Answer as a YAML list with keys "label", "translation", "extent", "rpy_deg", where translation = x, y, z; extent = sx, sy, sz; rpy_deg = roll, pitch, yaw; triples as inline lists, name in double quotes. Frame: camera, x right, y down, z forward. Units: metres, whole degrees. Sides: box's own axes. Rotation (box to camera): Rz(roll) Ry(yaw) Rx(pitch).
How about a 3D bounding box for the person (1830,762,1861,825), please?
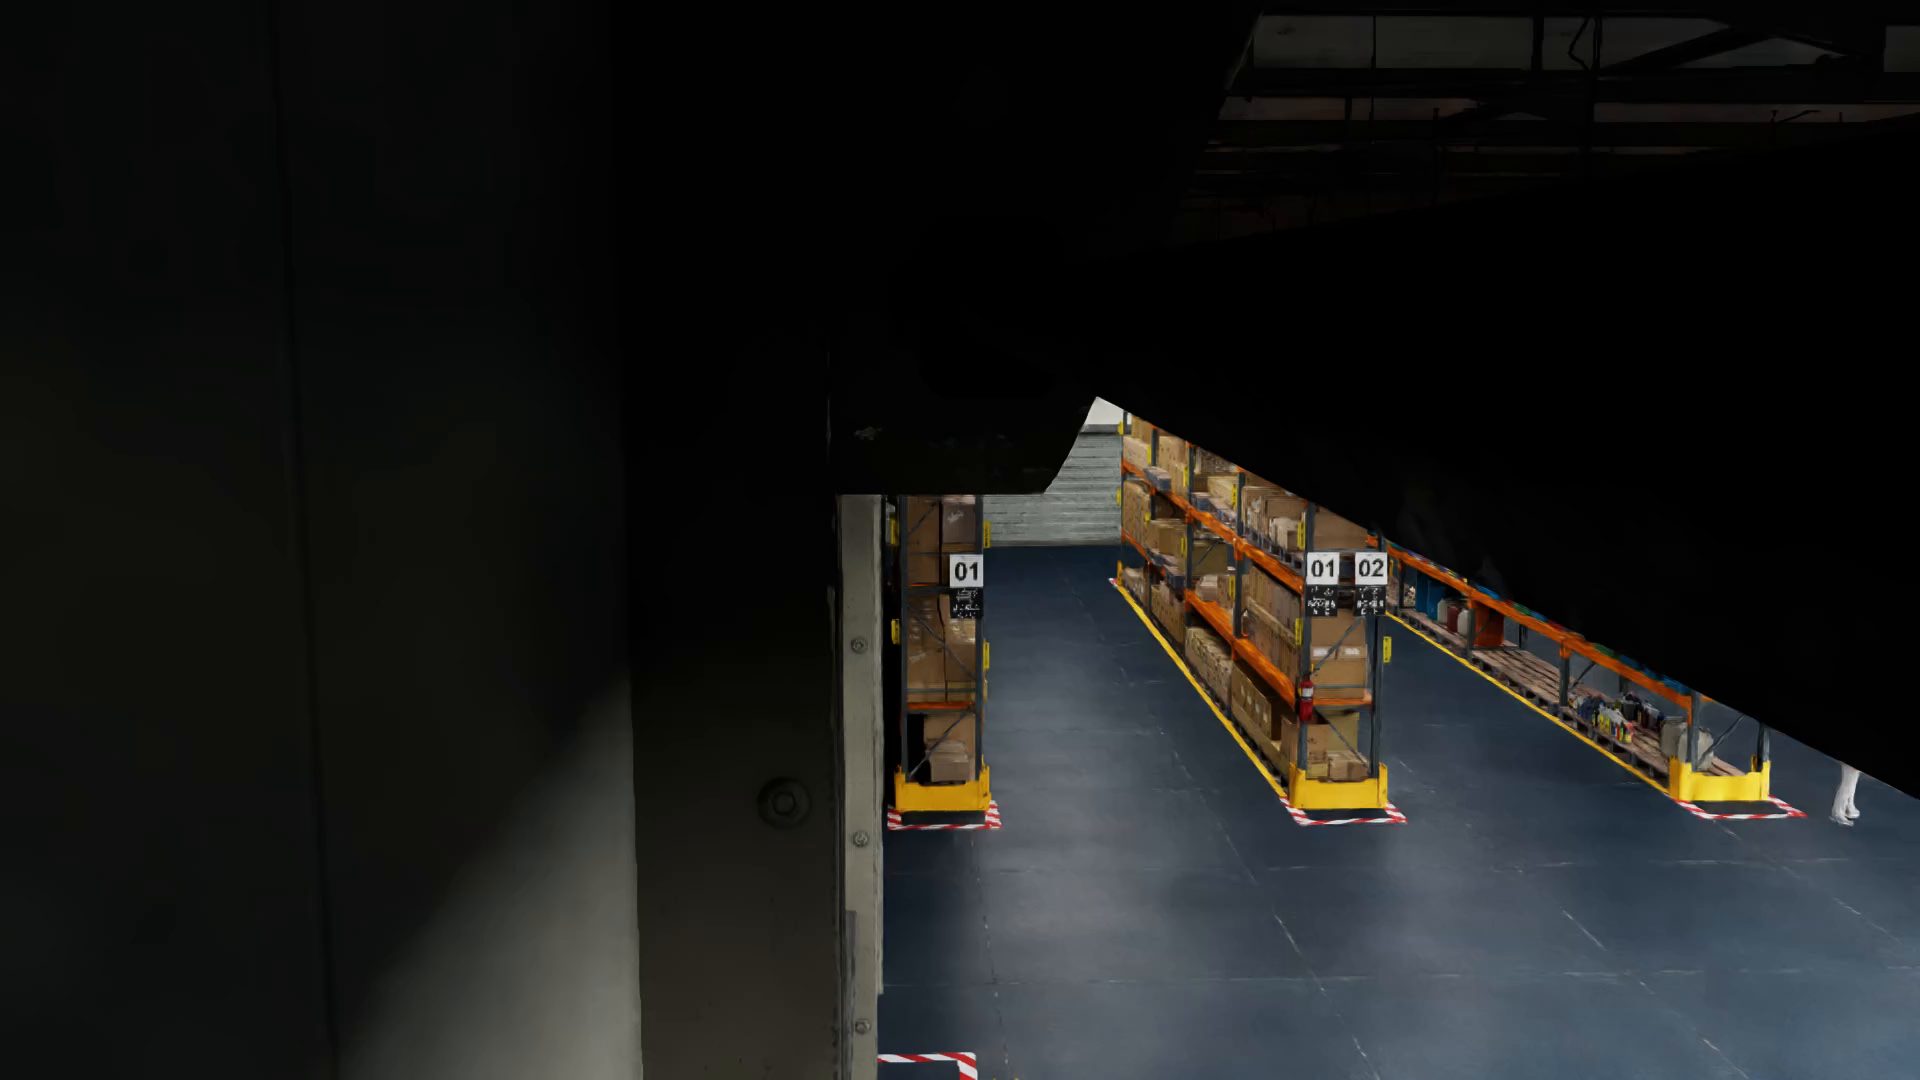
- label: "person"
  translation: [10.753, 2.566, 20.031]
  extent: [0.456, 1.676, 0.610]
  rpy_deg: [1, 9, 9]

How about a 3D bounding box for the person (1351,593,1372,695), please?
- label: "person"
  translation: [6.187, 1.622, 26.388]
  extent: [0.701, 1.662, 0.857]
  rpy_deg: [-3, 9, -18]
